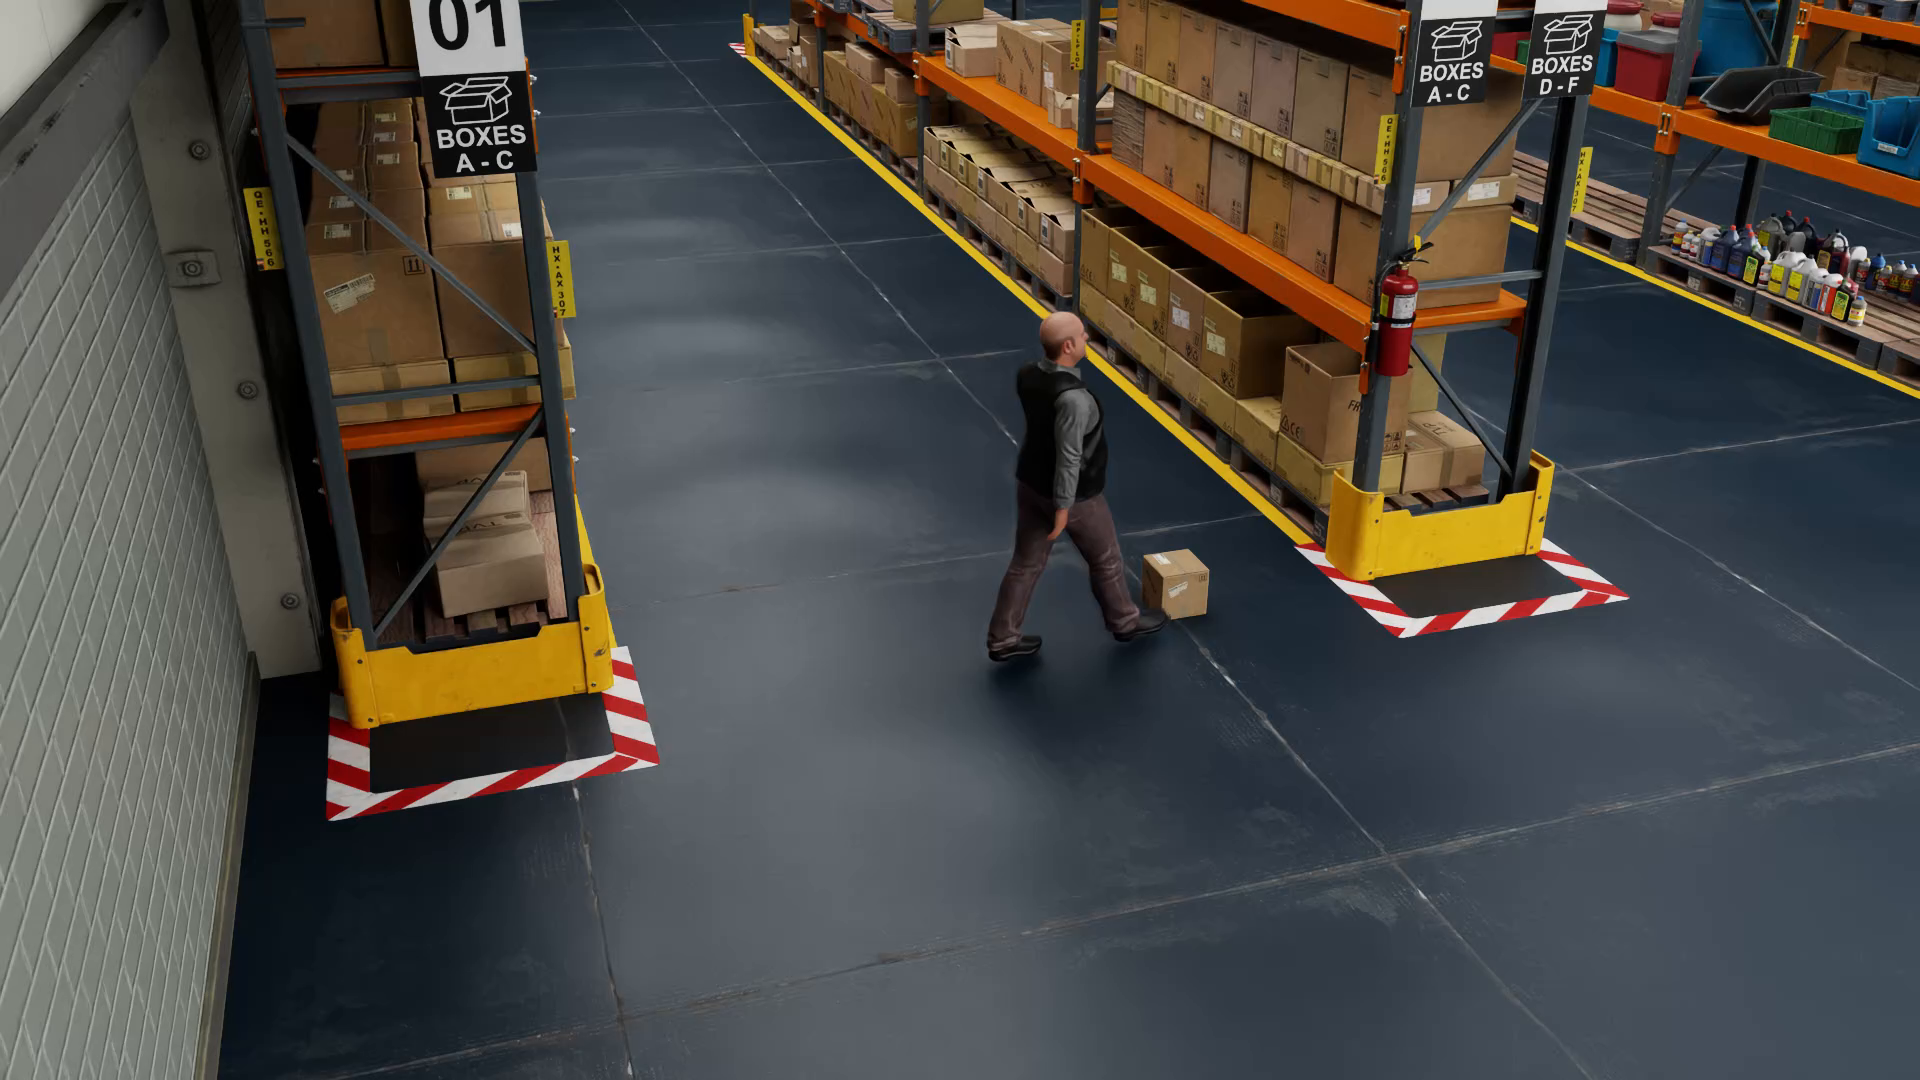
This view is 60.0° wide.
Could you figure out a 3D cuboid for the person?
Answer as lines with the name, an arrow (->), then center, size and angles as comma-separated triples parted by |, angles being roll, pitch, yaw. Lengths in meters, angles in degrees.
person -> 0.531, -0.270, 7.667 | 0.927, 1.679, 0.533 | -18, 31, -32
